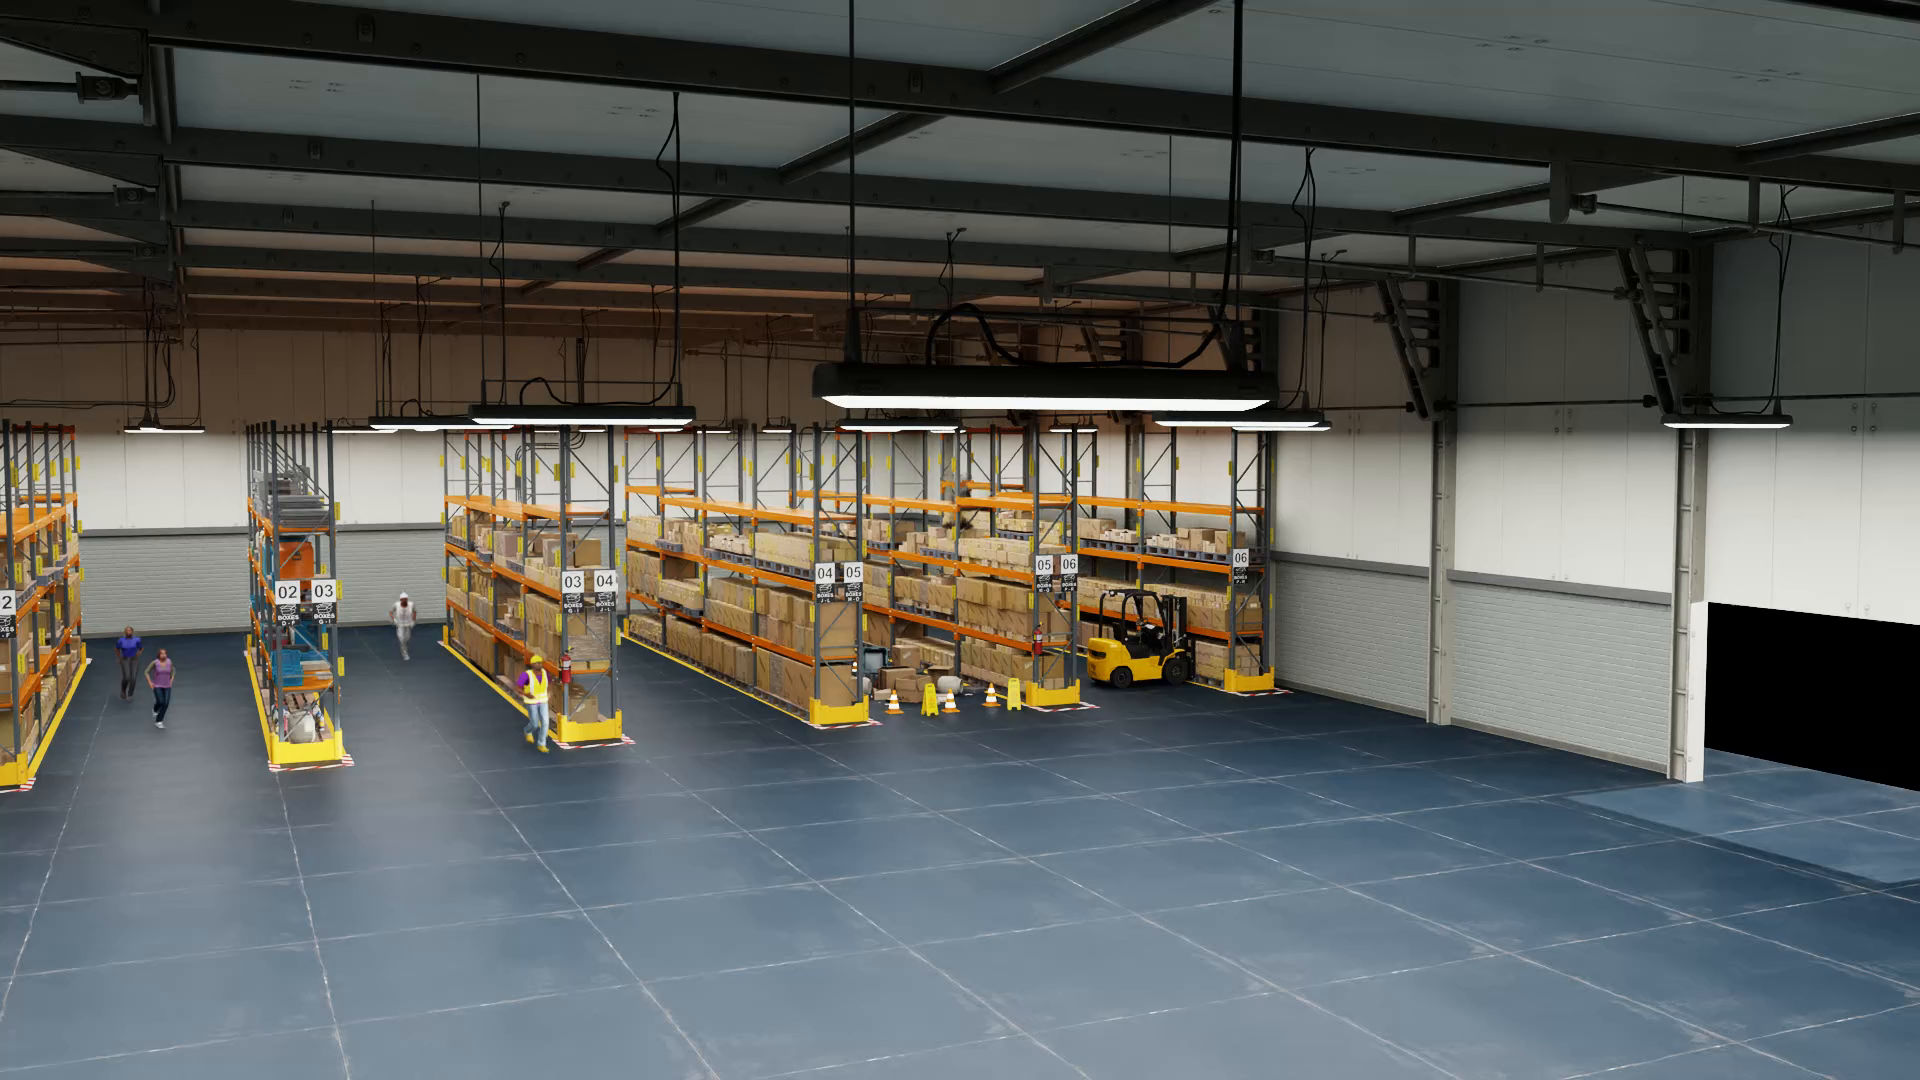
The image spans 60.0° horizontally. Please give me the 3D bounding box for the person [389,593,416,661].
[{"bbox_3d":[-14.305,2.203,42.712,0.670,1.734,0.862,-1,4,-22],"label":"person"}]

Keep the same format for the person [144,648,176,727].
[{"bbox_3d":[-15.693,2.908,32.701,0.547,1.557,0.520,-3,5,-43],"label":"person"}]

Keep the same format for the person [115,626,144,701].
[{"bbox_3d":[-17.905,2.673,35.886,0.561,1.610,0.567,-2,4,-30],"label":"person"}]

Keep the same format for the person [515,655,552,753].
[{"bbox_3d":[-7.738,2.974,30.312,0.738,1.762,0.777,-3,5,-38],"label":"person"}]
